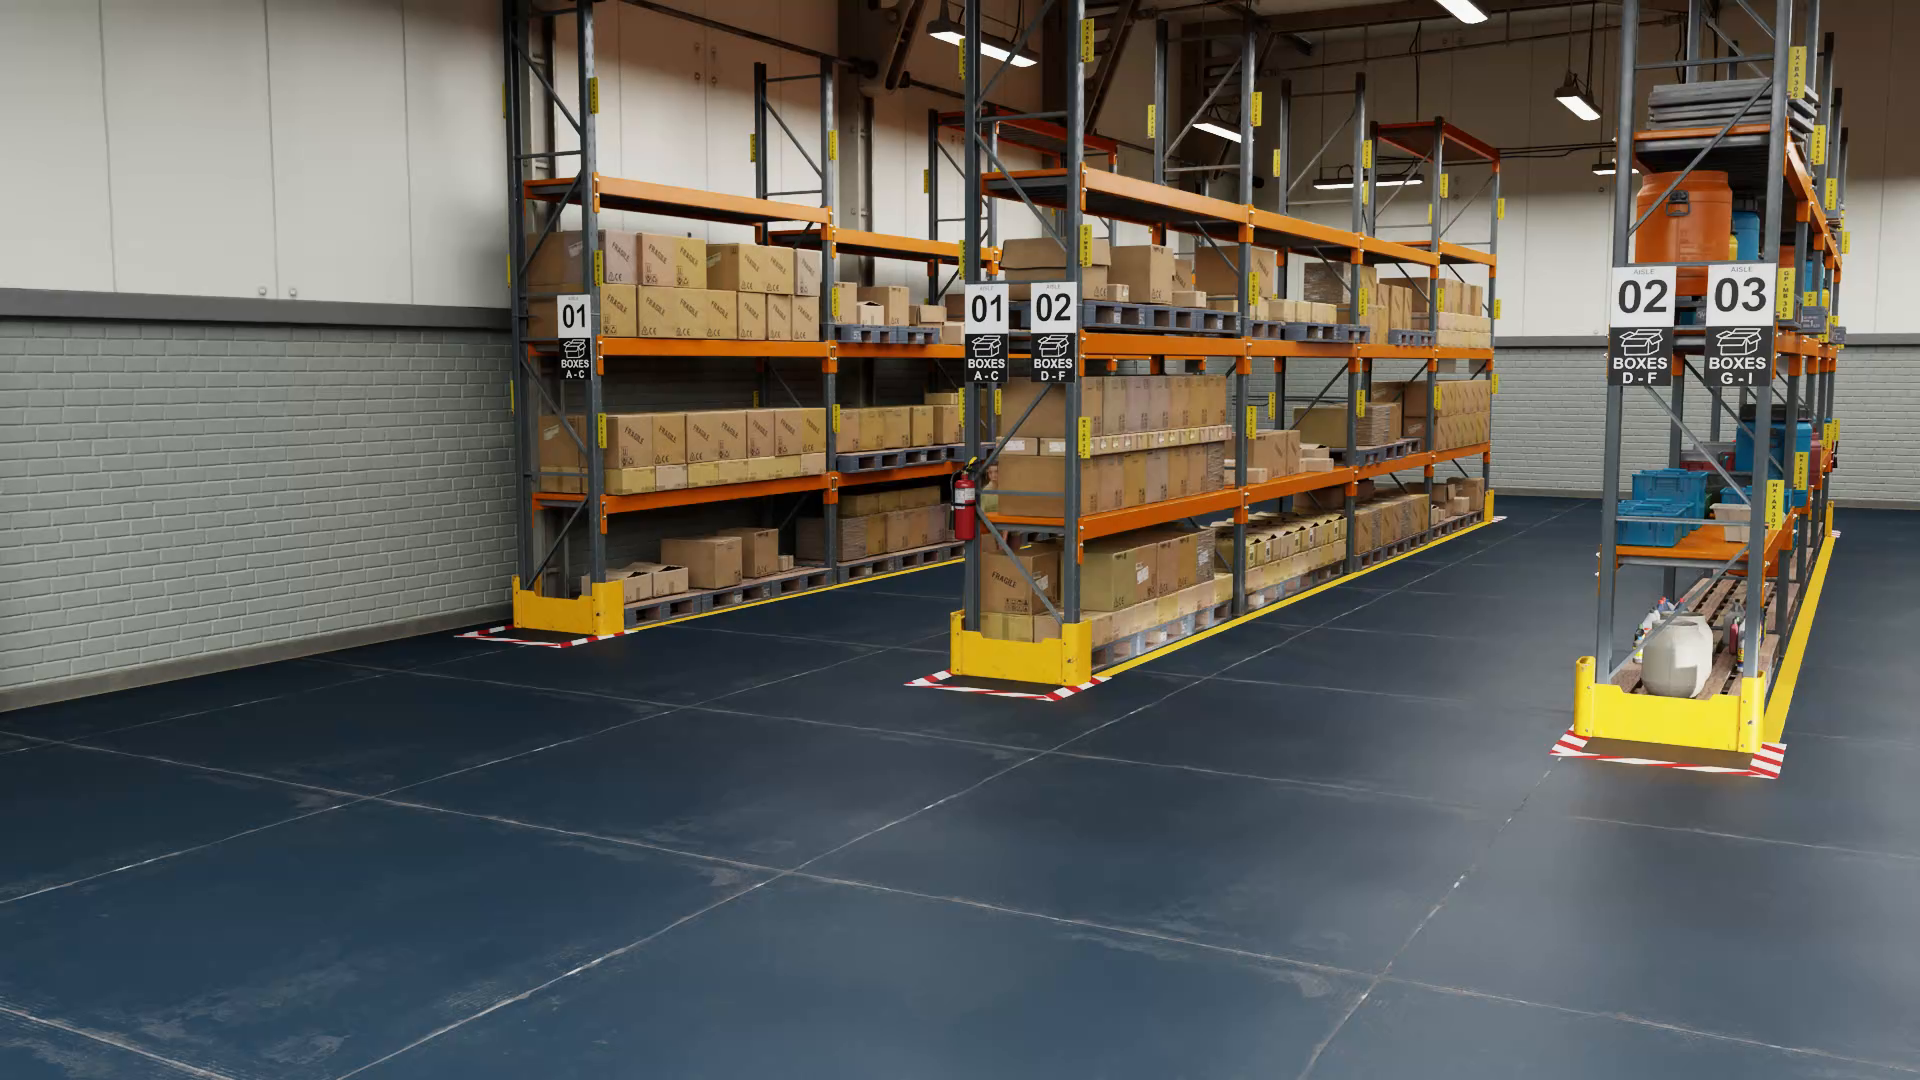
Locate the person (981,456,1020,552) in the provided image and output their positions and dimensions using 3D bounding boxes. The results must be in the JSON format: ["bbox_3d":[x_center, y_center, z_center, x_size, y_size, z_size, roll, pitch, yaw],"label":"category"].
[{"bbox_3d":[0.387,-0.012,16.573,0.407,1.656,0.521,3,7,27],"label":"person"}]
